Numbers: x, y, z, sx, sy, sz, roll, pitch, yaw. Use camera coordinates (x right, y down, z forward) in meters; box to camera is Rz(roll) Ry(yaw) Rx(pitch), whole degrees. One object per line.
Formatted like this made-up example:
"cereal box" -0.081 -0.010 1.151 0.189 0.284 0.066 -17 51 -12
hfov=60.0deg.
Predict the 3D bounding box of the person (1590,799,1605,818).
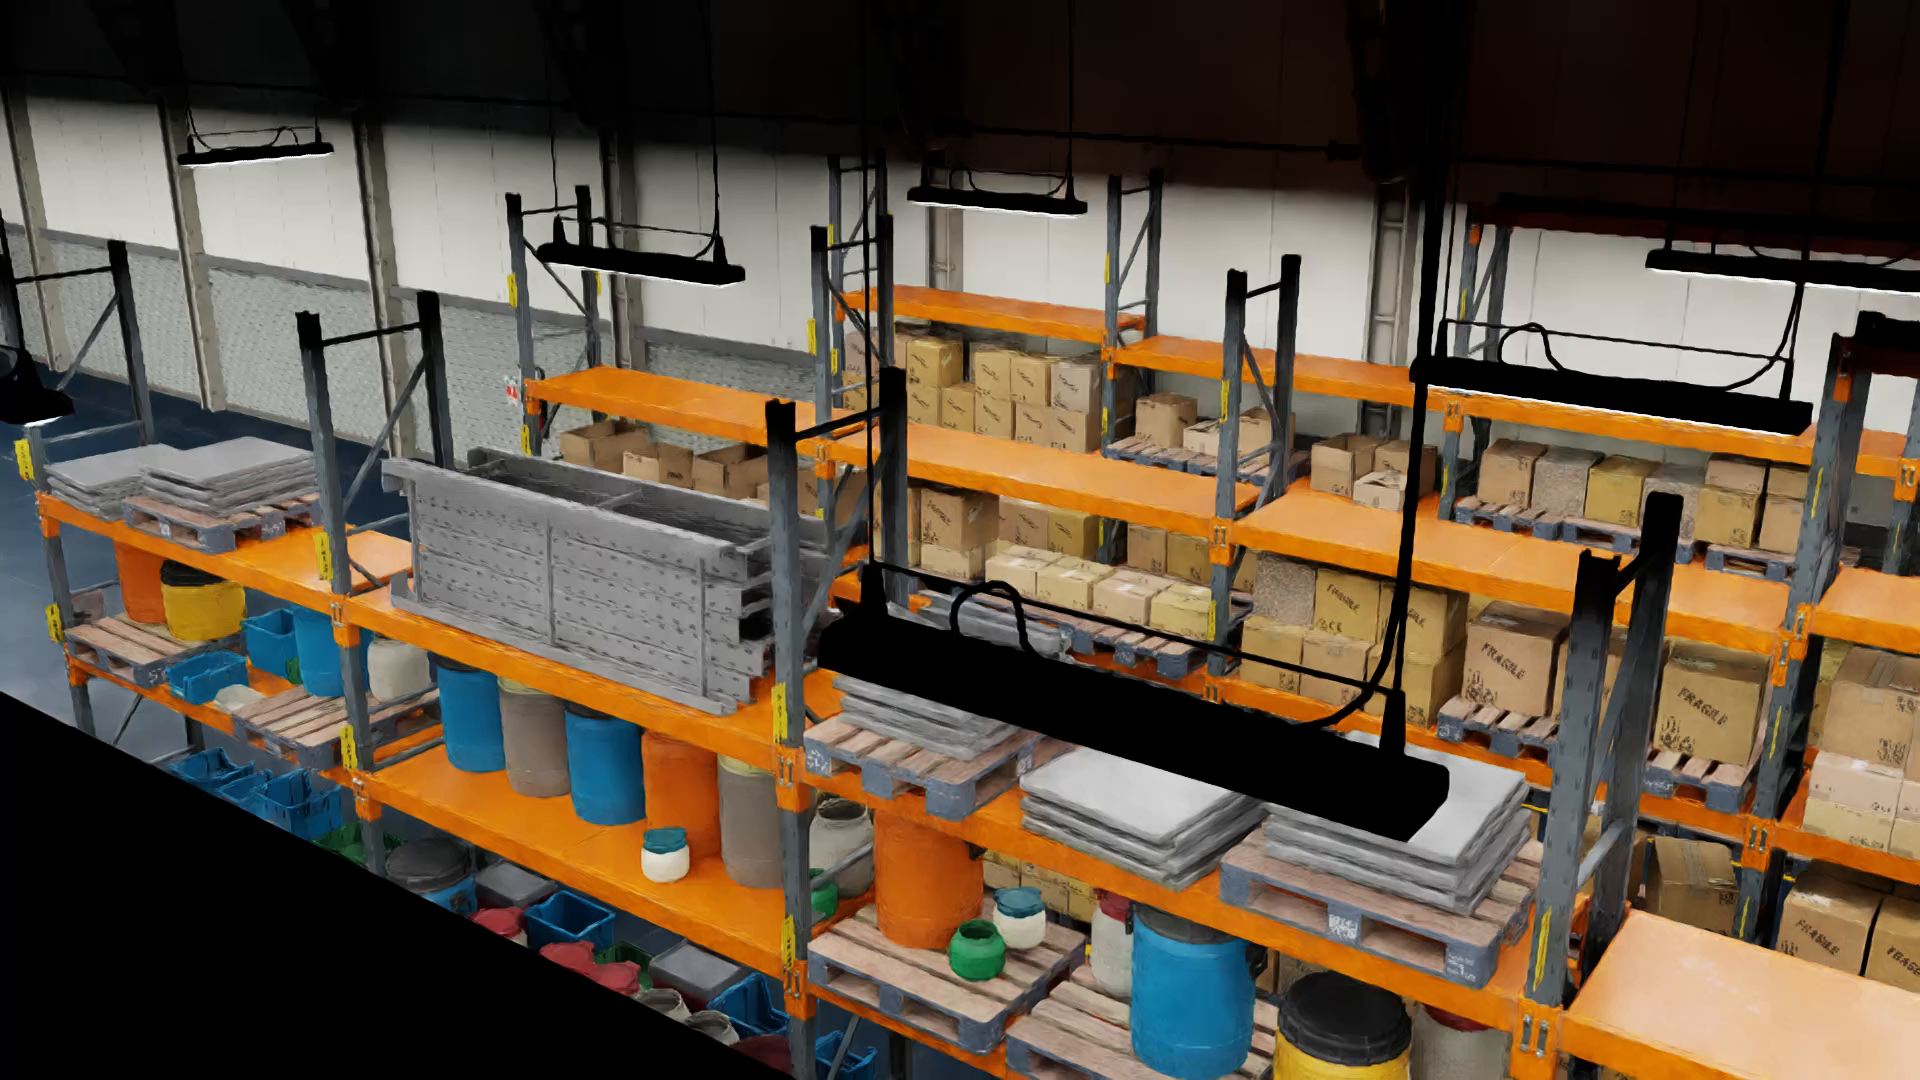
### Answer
"person" 5.790 2.385 15.404 1.075 1.585 0.498 12 22 32
